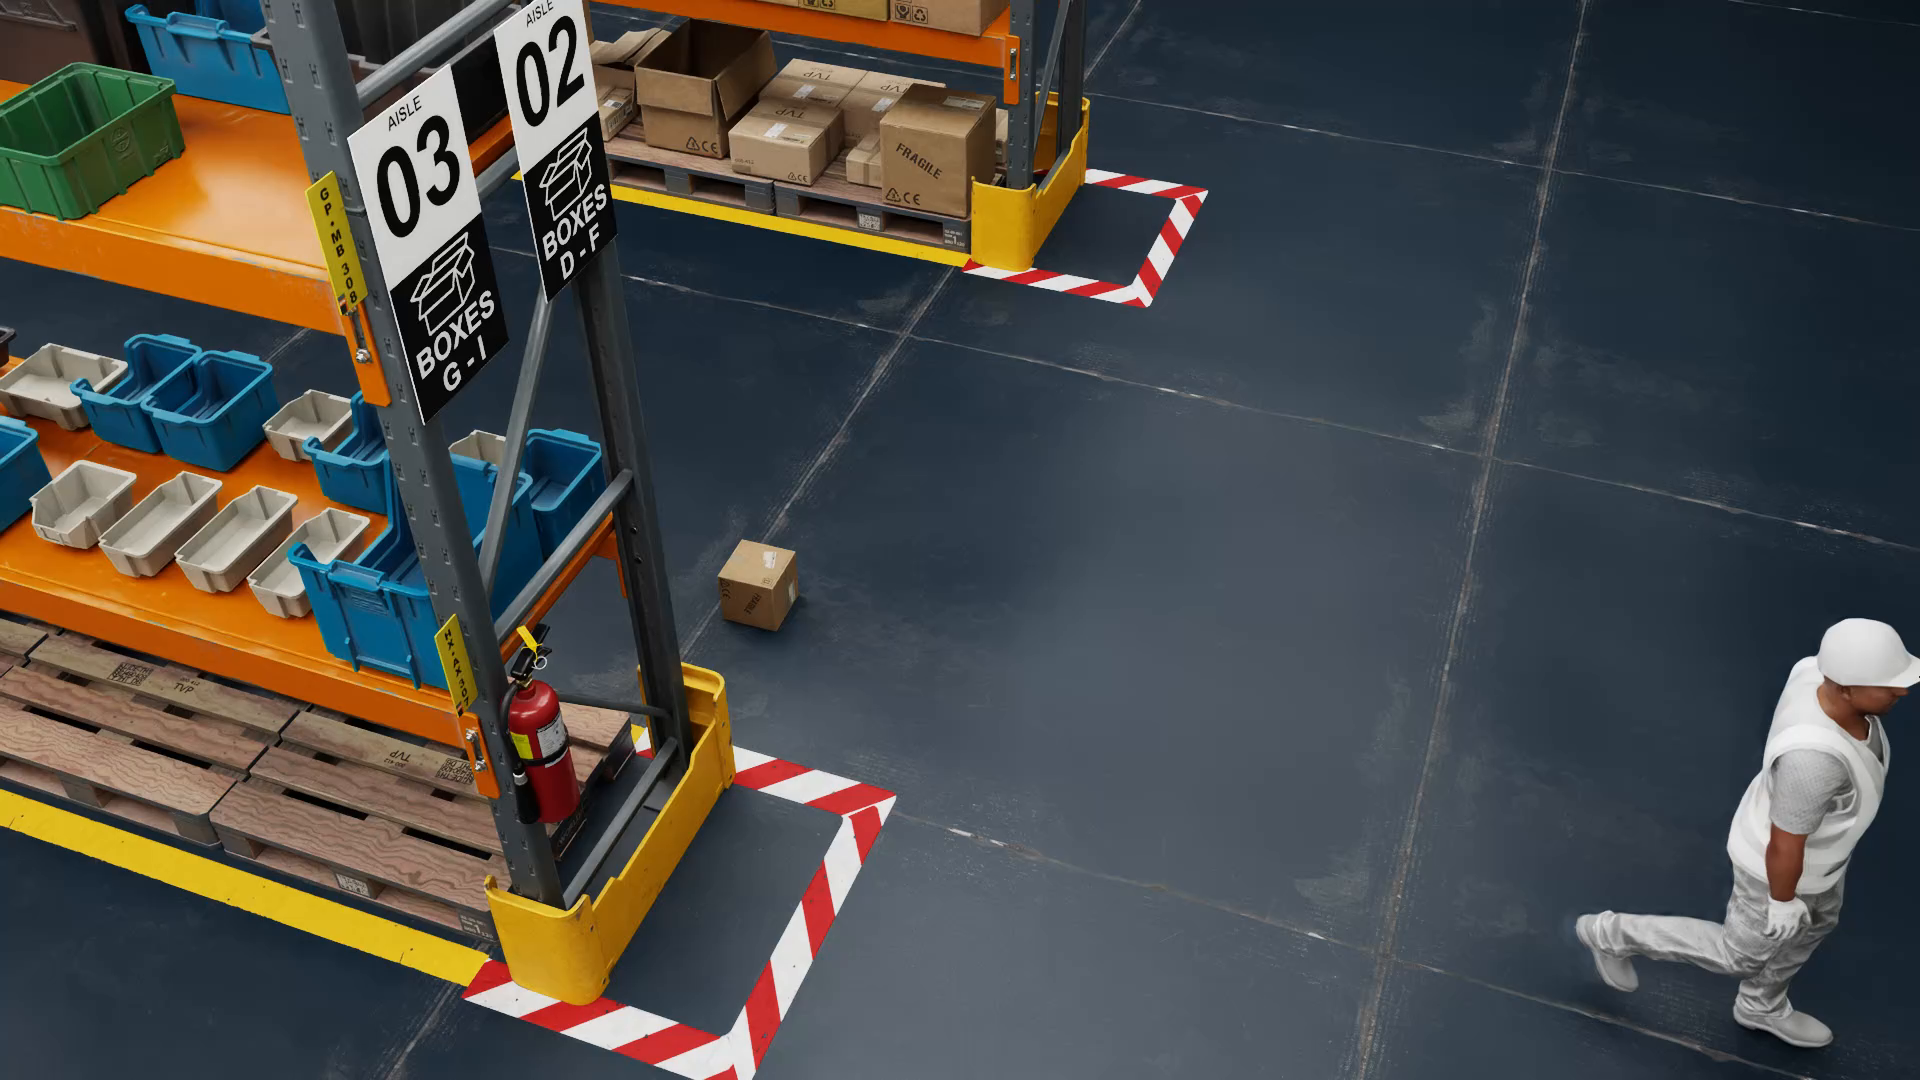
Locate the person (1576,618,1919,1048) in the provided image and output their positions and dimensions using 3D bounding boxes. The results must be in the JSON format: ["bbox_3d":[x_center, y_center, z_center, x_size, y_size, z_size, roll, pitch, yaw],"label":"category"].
[{"bbox_3d":[2.485,0.922,5.078,0.854,1.761,0.553,23,46,24],"label":"person"}]
